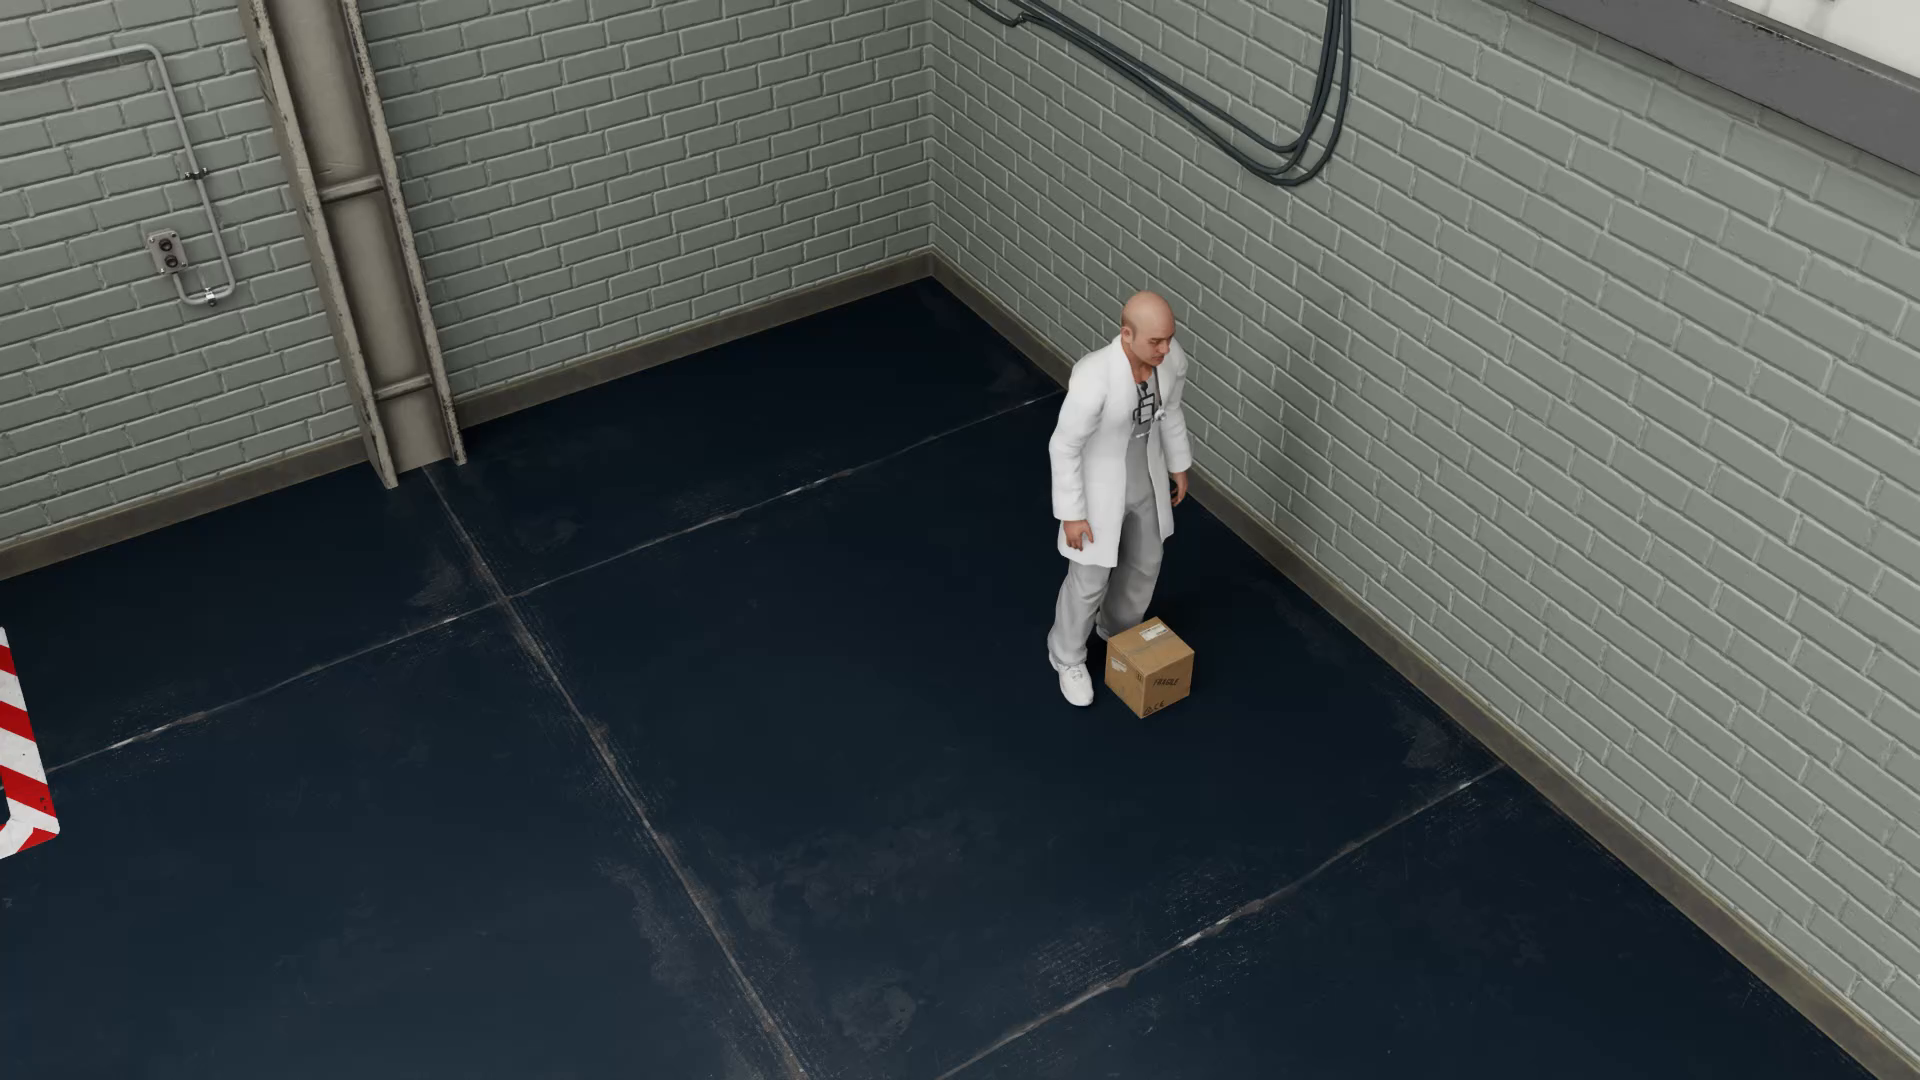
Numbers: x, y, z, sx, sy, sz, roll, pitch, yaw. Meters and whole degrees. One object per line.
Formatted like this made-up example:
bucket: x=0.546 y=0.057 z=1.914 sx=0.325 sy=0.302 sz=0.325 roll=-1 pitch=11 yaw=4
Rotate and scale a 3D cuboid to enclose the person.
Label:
person: x=0.621 y=-0.191 z=6.394 sx=0.655 sy=1.775 sz=0.422 roll=-24 pitch=46 yaw=-26
